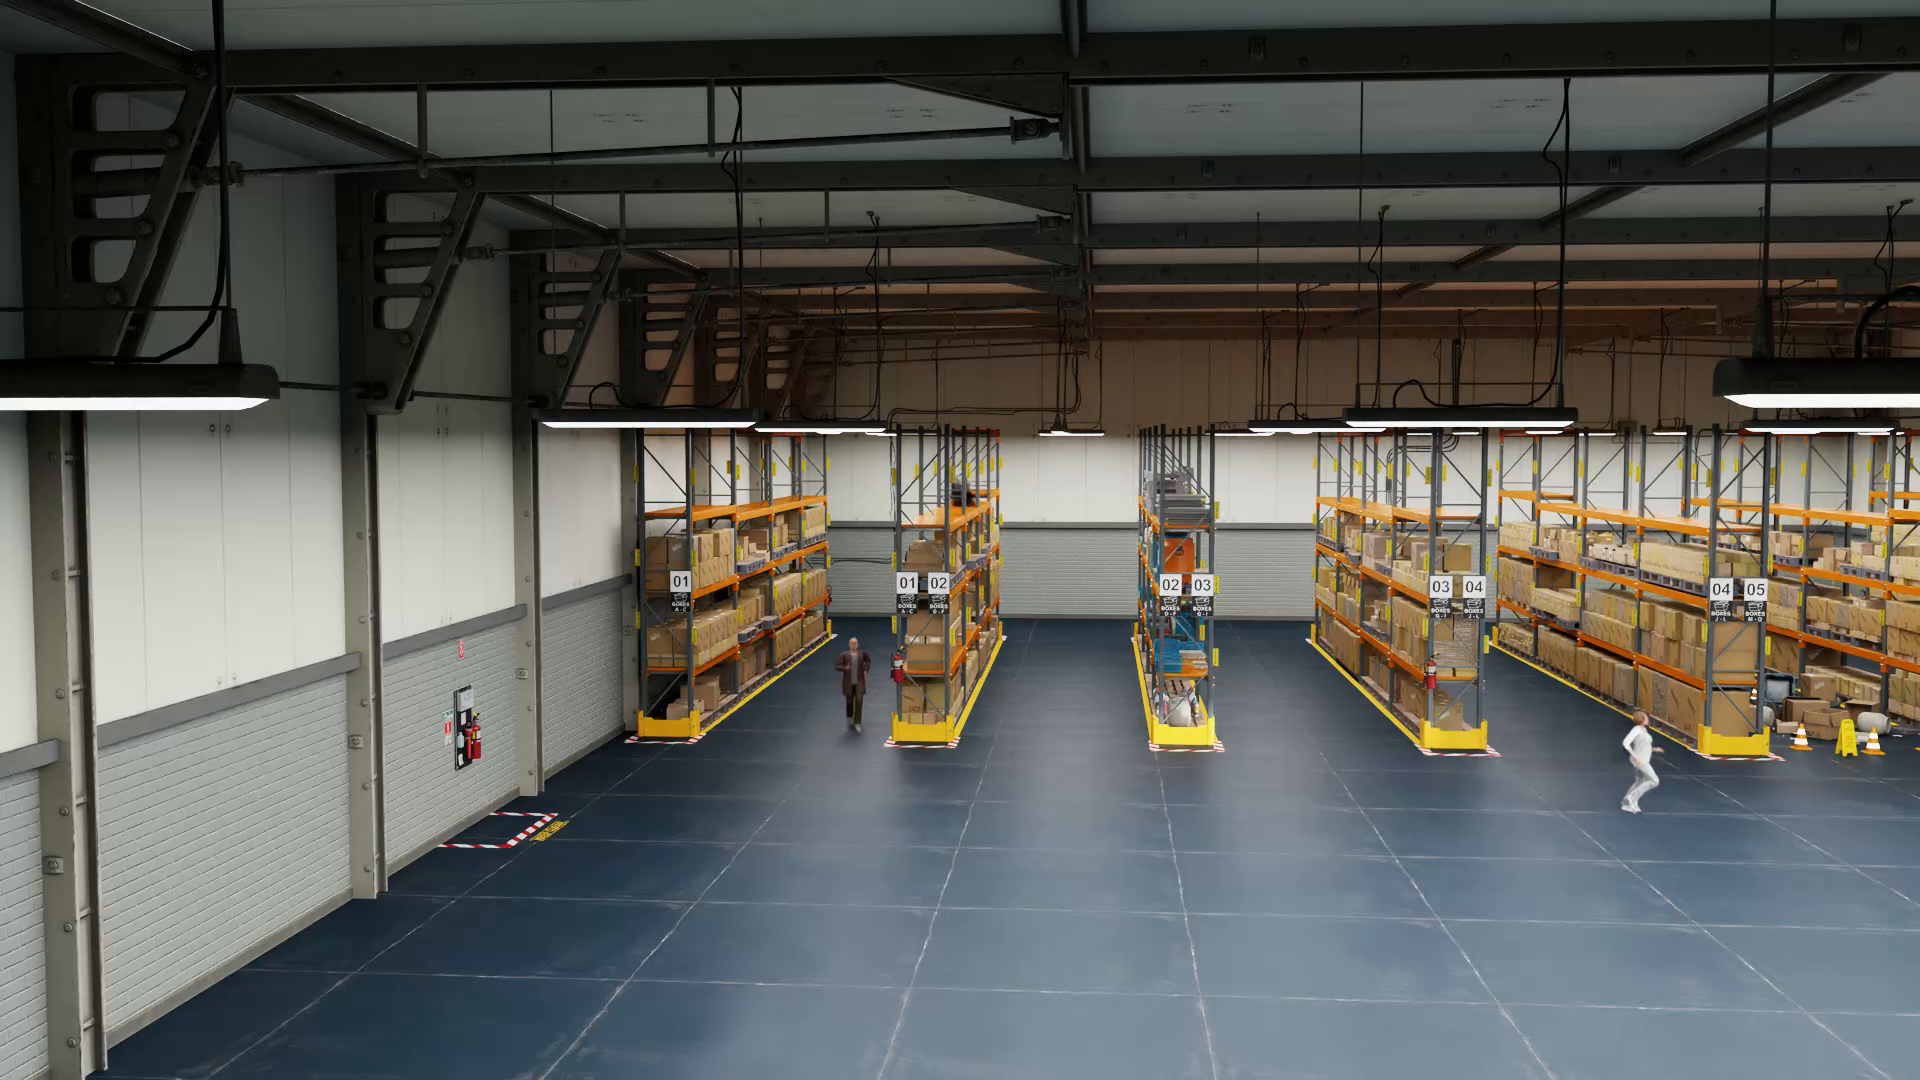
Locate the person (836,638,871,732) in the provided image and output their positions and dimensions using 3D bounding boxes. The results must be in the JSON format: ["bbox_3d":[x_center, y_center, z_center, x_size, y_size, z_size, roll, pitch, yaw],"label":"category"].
[{"bbox_3d":[-2.087,2.813,32.652,0.708,1.785,1.000,0,3,-7],"label":"person"}]

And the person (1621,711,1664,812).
[{"bbox_3d":[10.391,3.387,25.308,0.596,1.560,0.515,2,4,28],"label":"person"}]
